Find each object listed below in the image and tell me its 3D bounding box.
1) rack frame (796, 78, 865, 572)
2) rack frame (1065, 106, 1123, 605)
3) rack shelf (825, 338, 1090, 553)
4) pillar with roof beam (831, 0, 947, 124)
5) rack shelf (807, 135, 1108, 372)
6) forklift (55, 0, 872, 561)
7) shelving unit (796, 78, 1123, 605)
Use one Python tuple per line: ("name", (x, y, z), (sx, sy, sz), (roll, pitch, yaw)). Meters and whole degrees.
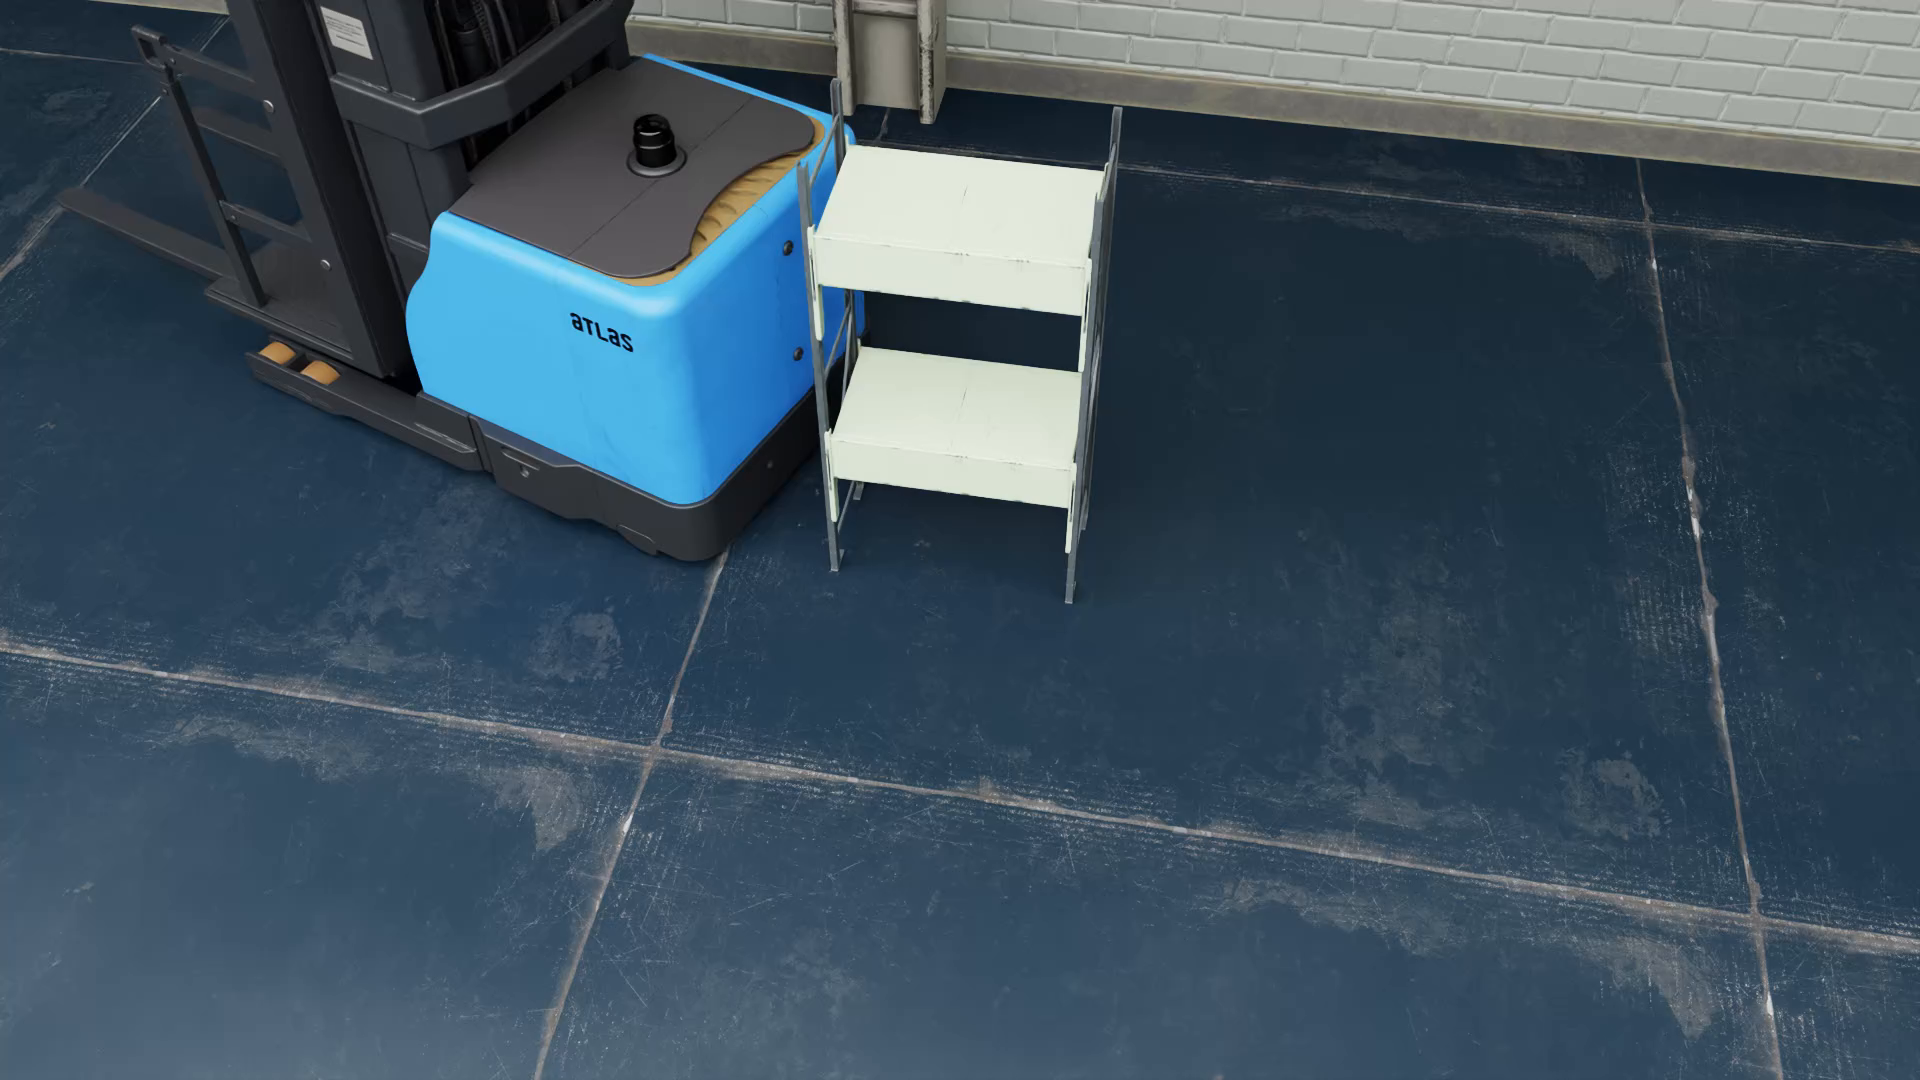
("rack frame", (-0.354, -0.549, 4.735), (0.023, 1.500, 0.400), (8, 49, 7))
("rack frame", (0.367, -0.452, 4.648), (0.023, 1.500, 0.400), (8, 49, 7))
("rack shelf", (0.007, -0.283, 4.934), (0.720, 0.370, 0.431), (8, 49, 7))
("pillar with roof beam", (-1.042, -1.689, 0.718), (0.400, 9.000, 9.100), (8, 49, 7))
("rack shelf", (0.007, -0.761, 4.401), (0.720, 0.370, 0.431), (8, 49, 7))
("forklift", (-1.830, -1.737, 4.840), (3.031, 2.935, 1.130), (23, 52, 19))
("shelving unit", (0.007, -0.500, 4.691), (0.755, 1.500, 0.431), (8, 49, 7))
